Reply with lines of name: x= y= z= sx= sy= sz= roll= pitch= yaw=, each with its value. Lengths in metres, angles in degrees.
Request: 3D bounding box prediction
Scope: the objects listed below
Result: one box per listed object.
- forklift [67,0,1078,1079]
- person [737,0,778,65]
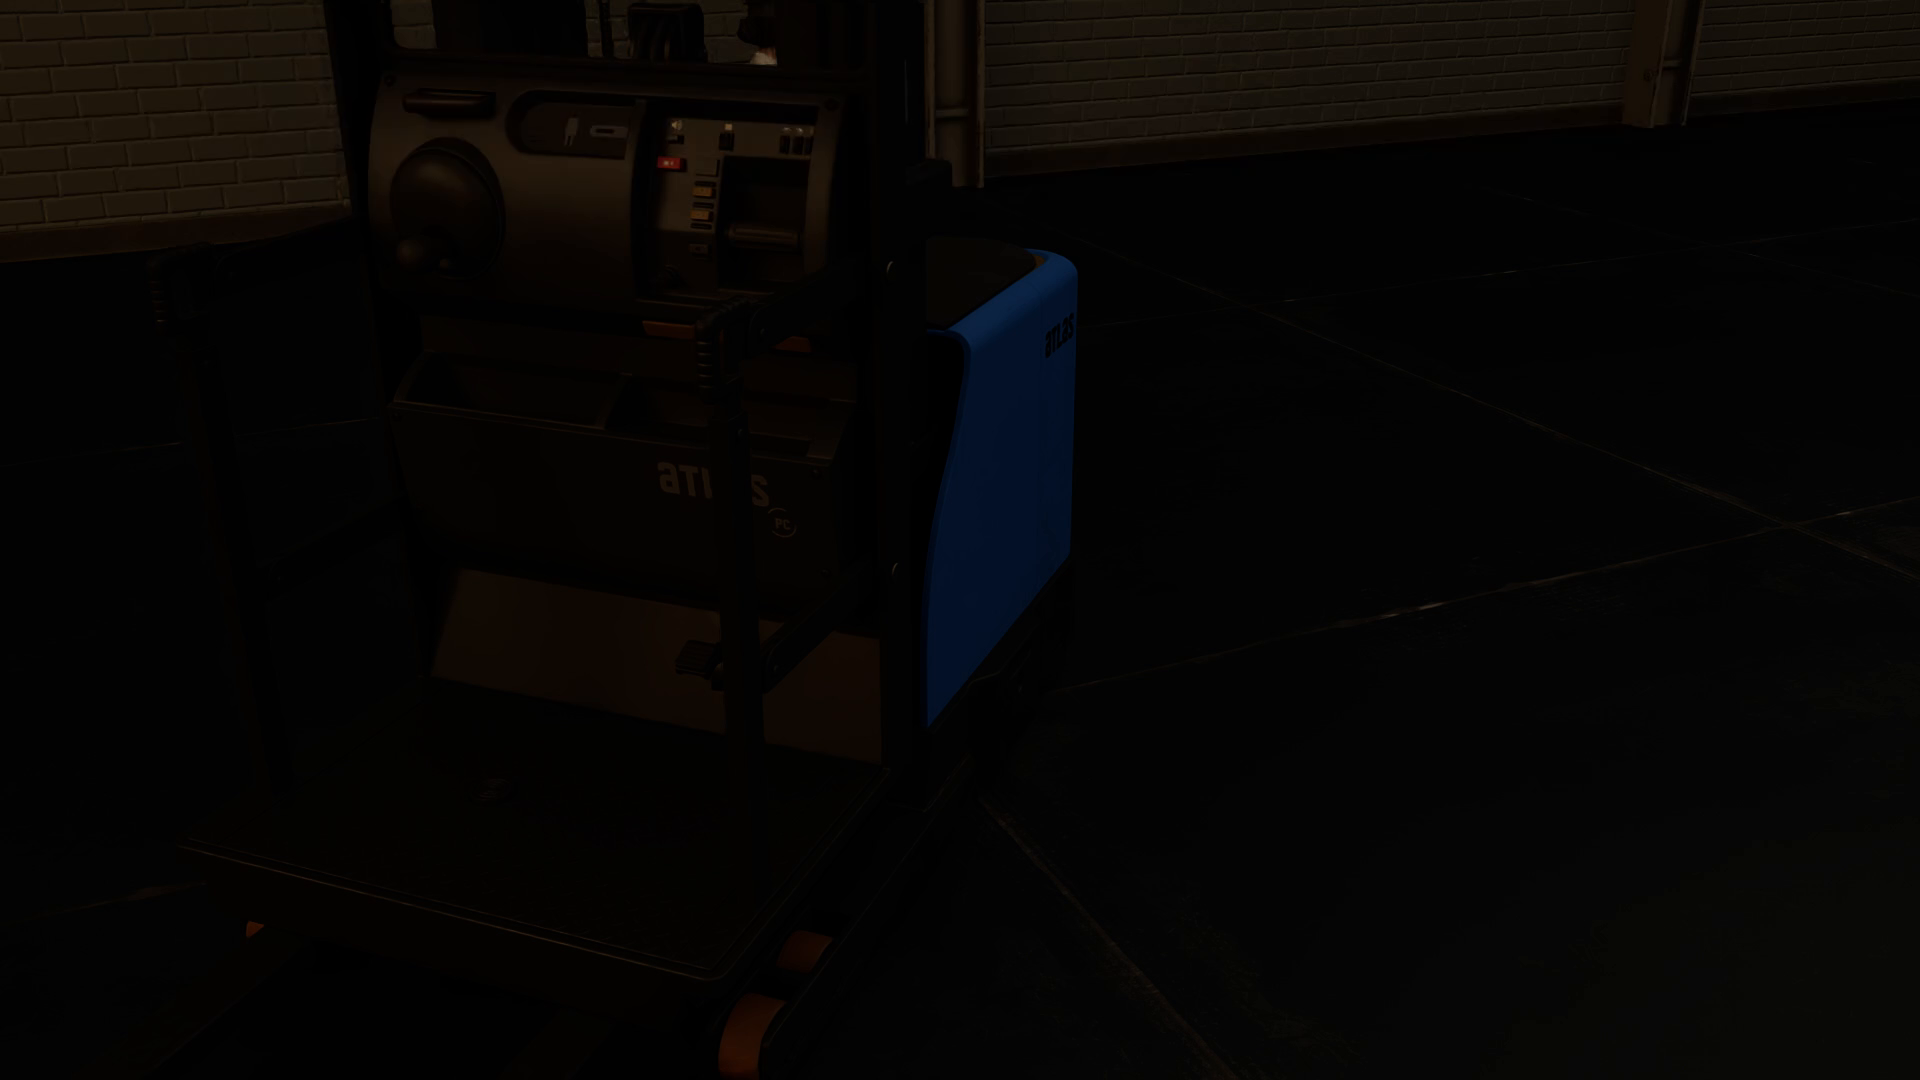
forklift: x=-0.706 y=-0.591 z=2.709 sx=1.130 sy=2.935 sz=3.031 roll=8 pitch=24 yaw=19
person: x=-0.656 y=-0.943 z=5.320 sx=0.457 sy=1.595 sz=0.815 roll=4 pitch=23 yaw=9
